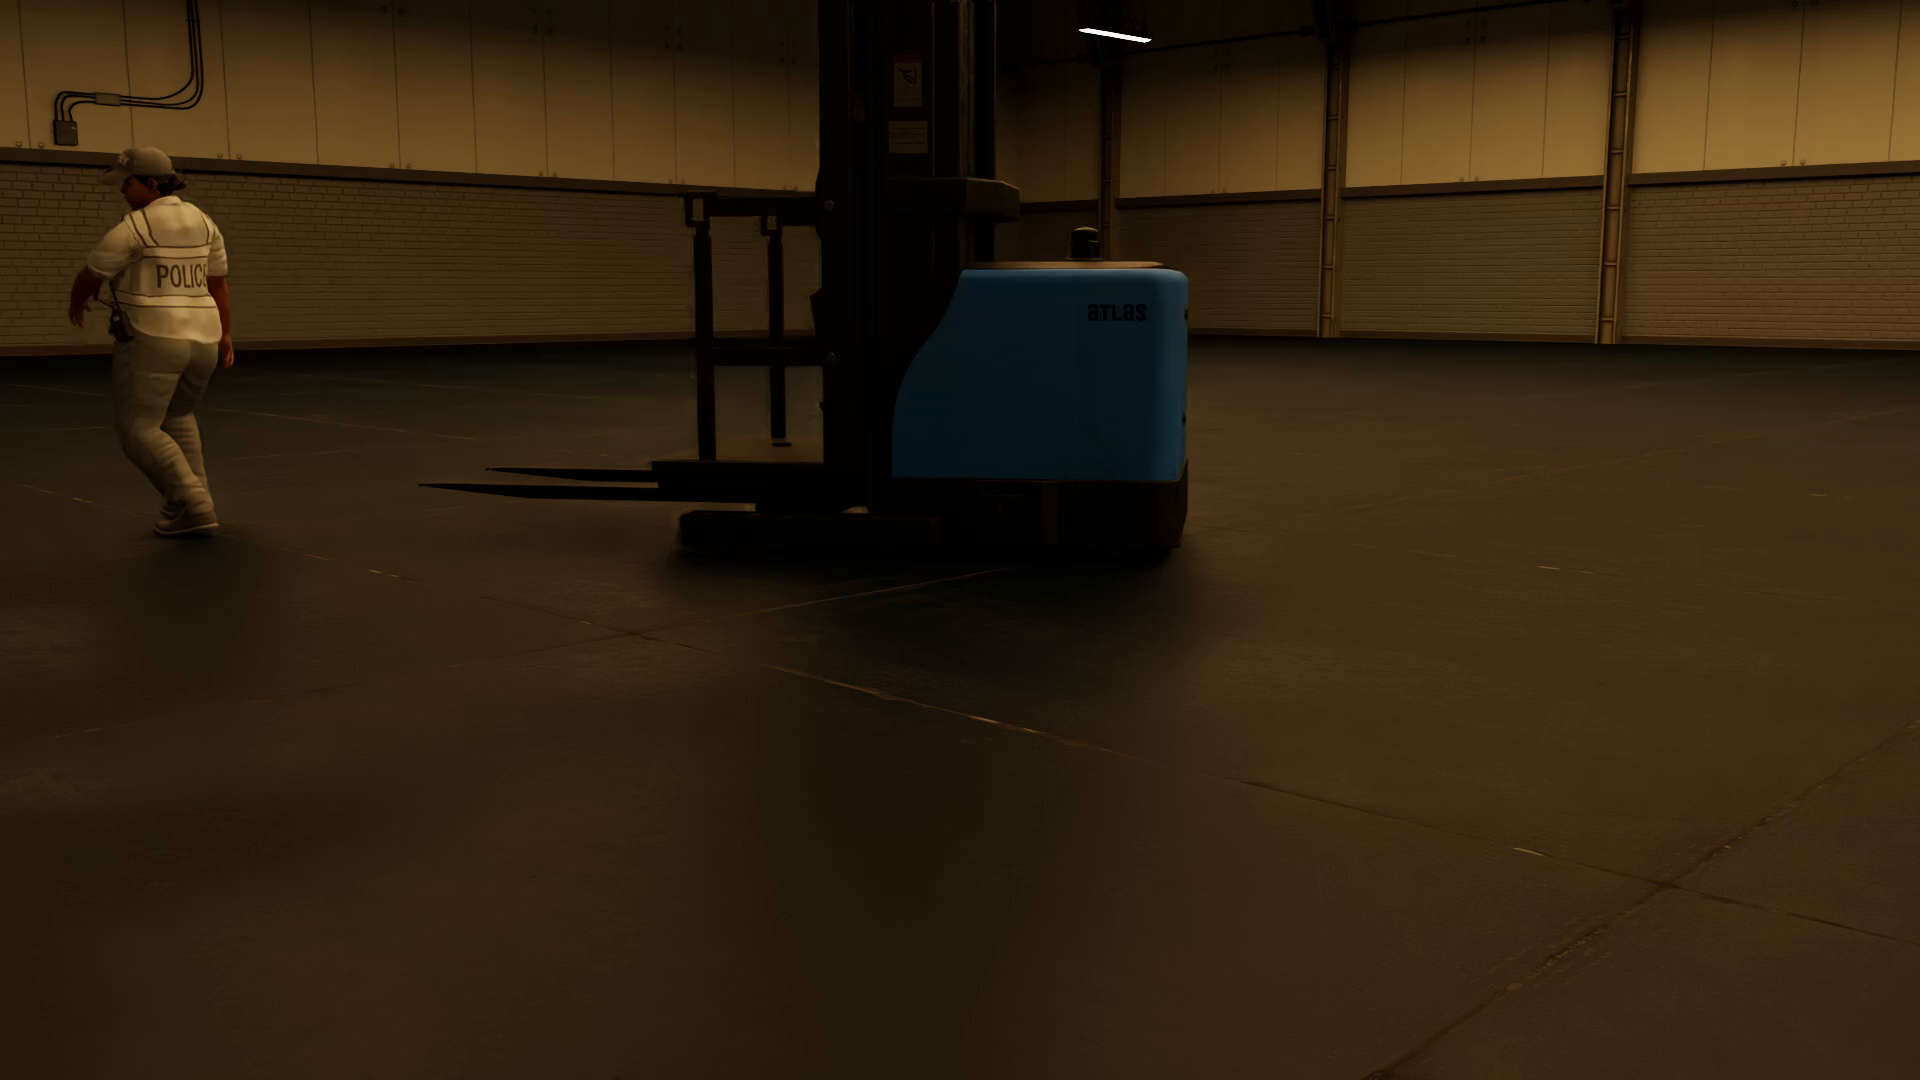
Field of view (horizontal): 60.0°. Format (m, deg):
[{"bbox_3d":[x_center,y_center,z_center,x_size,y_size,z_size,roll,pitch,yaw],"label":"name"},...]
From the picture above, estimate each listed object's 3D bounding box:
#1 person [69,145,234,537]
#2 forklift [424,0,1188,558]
[{"bbox_3d":[-3.345,-0.840,7.001,0.777,1.580,0.654,2,9,15],"label":"person"},{"bbox_3d":[-0.616,-1.463,6.591,3.031,2.935,1.130,1,9,10],"label":"forklift"}]
